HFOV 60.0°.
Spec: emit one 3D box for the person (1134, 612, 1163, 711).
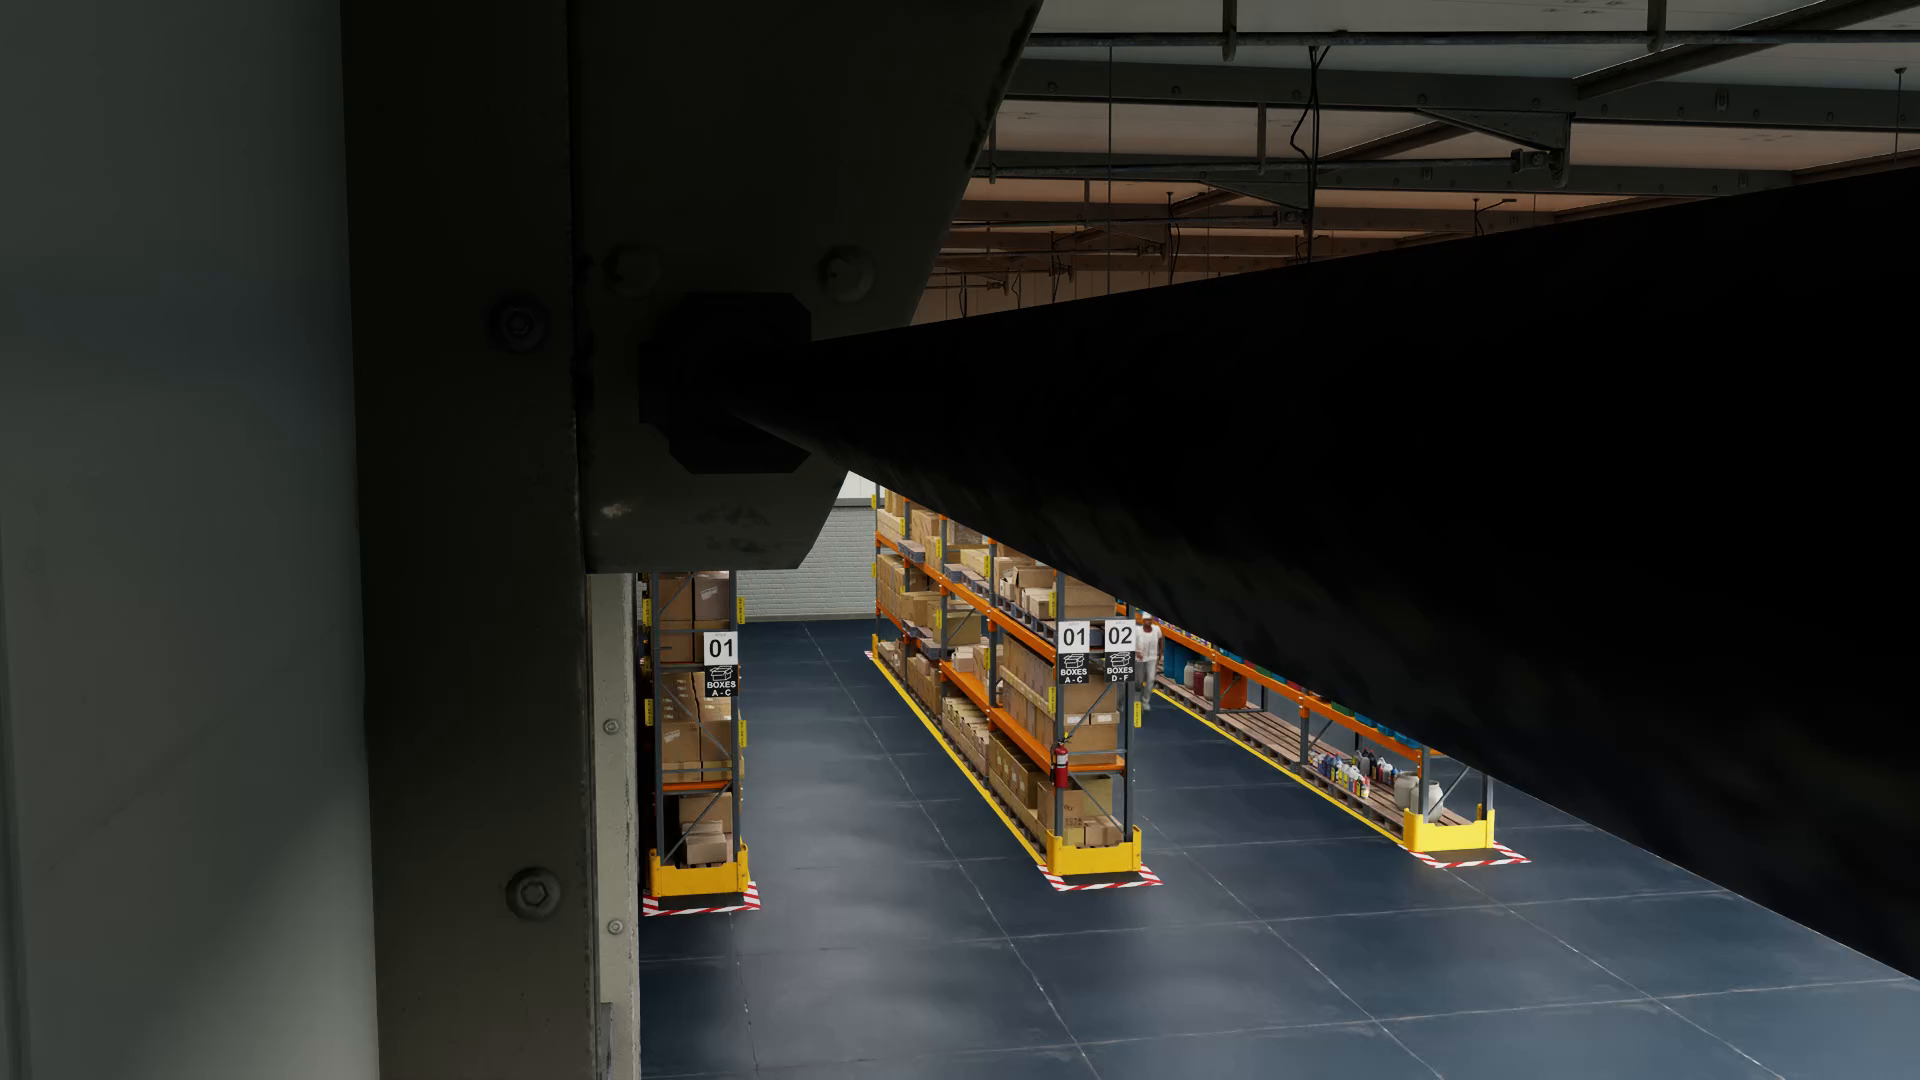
[{"bbox_3d":[3.332,2.151,29.868,0.726,1.751,0.834,-1,6,-11],"label":"person"}]
